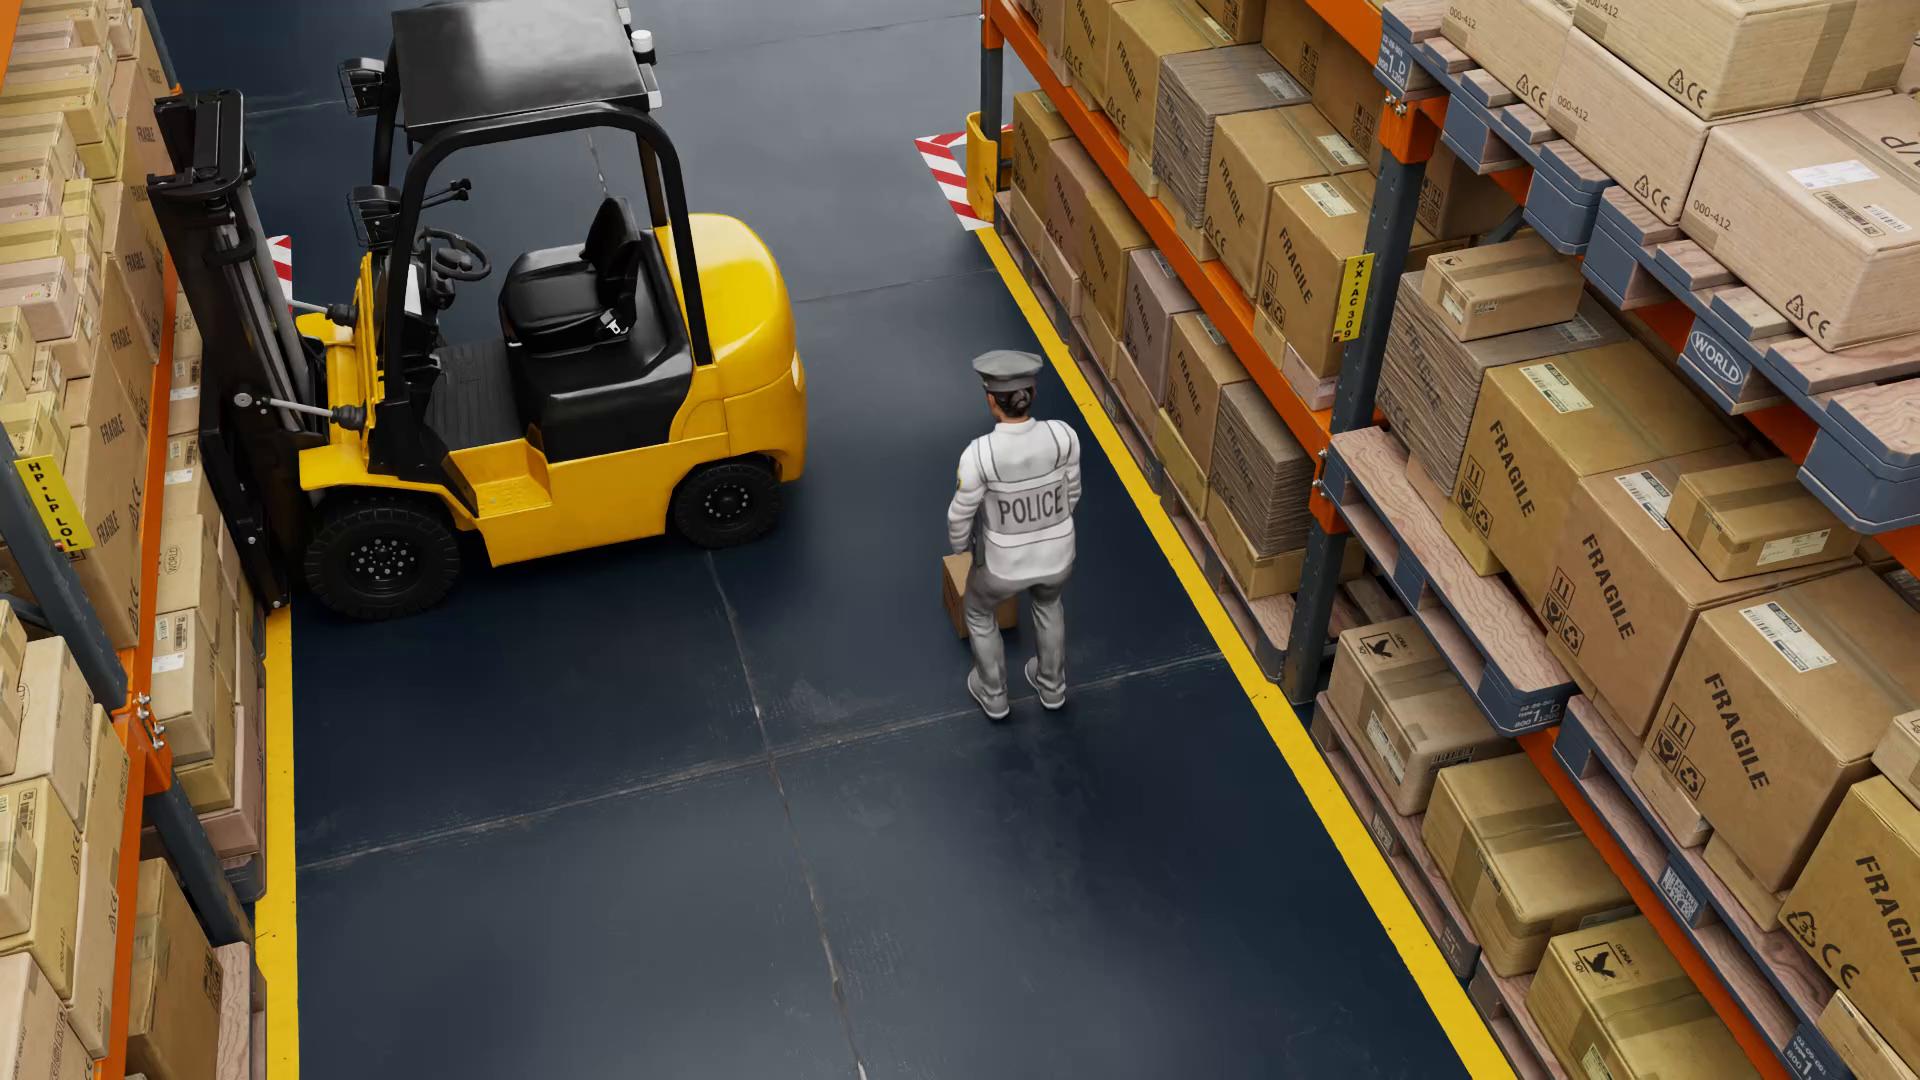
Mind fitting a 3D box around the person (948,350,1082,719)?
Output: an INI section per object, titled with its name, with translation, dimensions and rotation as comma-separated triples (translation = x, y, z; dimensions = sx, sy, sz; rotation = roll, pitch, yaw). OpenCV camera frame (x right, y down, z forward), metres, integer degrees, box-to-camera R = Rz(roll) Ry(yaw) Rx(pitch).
[person]
translation = 0.196, 0.024, 6.180
dimensions = 0.504, 1.616, 0.465
rotation = -11, 44, -12
